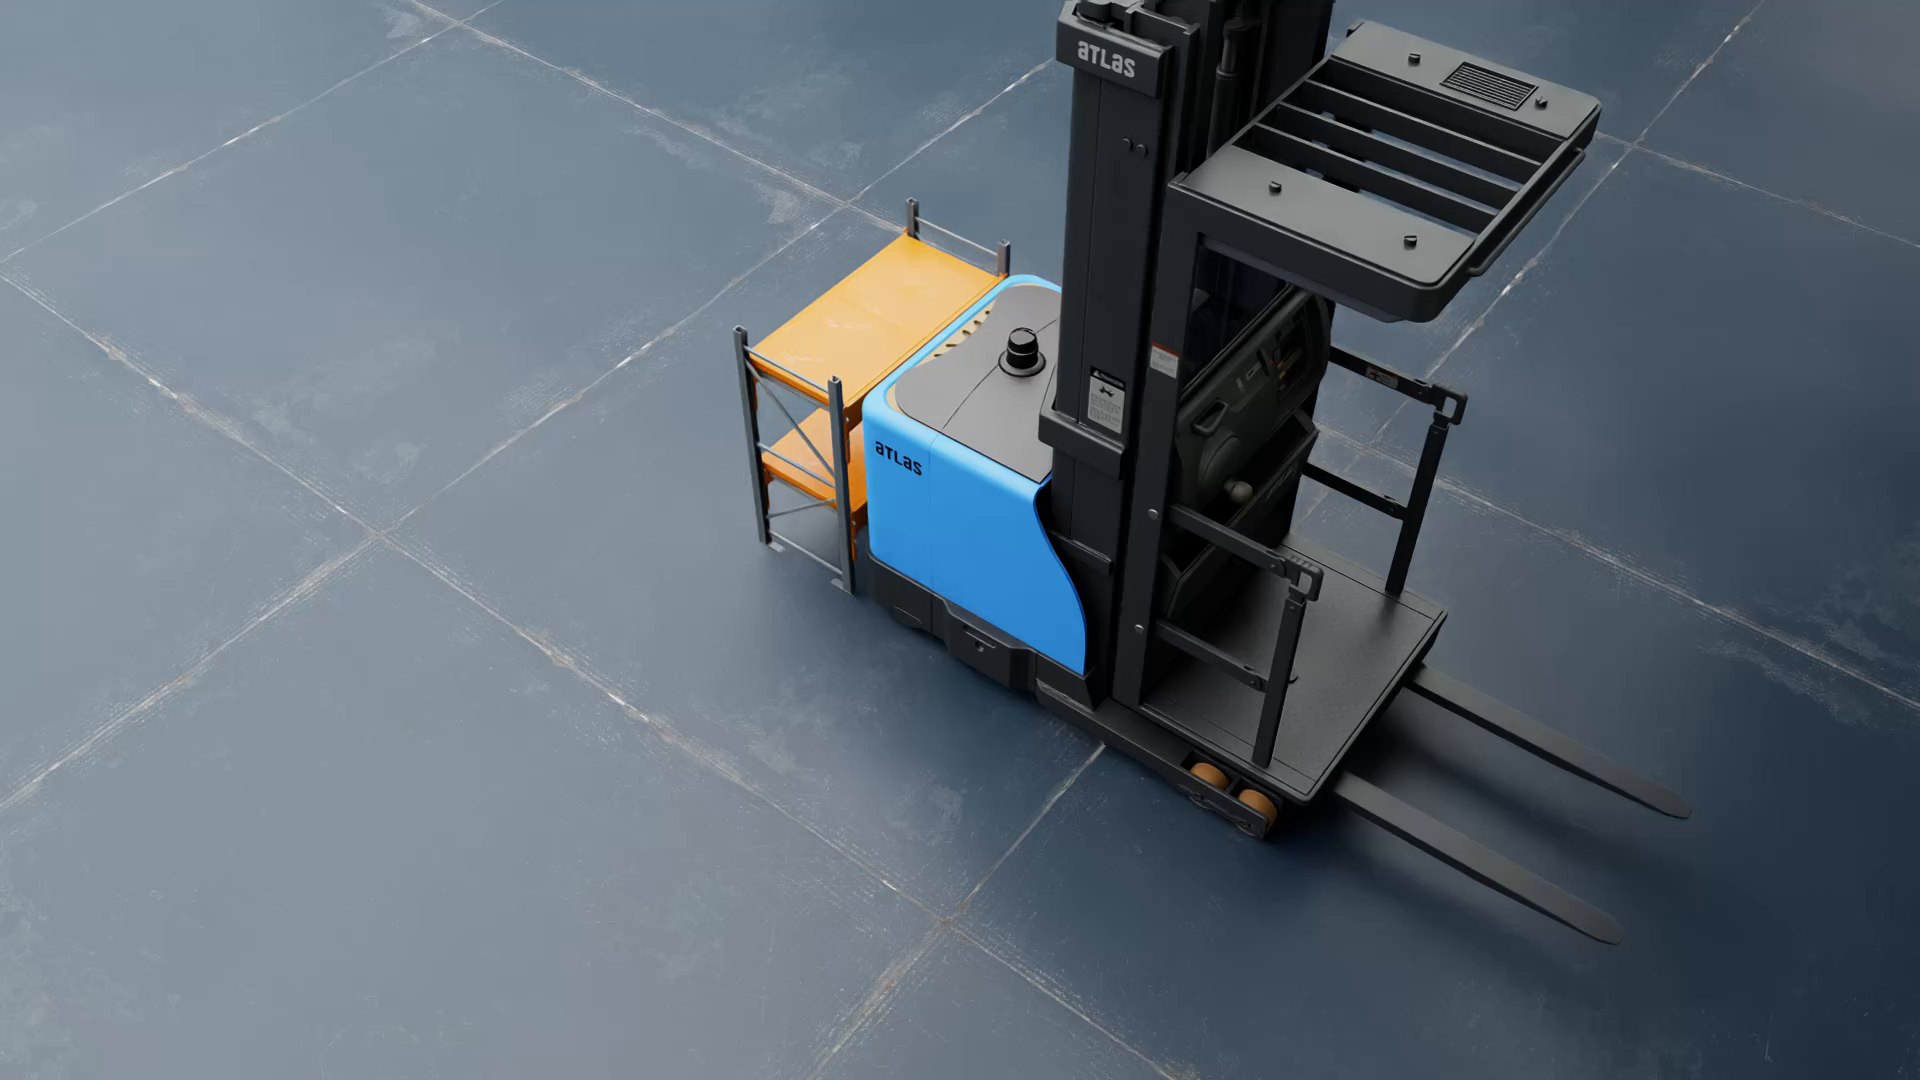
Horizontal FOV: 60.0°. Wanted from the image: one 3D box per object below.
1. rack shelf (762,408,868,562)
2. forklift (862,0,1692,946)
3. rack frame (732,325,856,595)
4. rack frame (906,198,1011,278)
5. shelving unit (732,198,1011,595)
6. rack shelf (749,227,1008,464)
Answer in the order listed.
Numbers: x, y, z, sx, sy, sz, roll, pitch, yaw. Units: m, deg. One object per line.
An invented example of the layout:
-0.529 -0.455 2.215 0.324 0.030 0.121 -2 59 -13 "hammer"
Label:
-0.319 -0.407 6.864 0.538 0.278 1.000 29 53 25 "rack shelf"
1.115 -0.404 5.273 3.031 2.935 1.130 29 53 25 "forklift"
-0.627 -0.284 6.408 0.500 1.125 0.032 29 53 25 "rack frame"
-0.011 -0.868 6.966 0.500 1.125 0.032 29 53 25 "rack frame"
-0.319 -0.576 6.687 0.538 1.125 1.048 29 53 25 "shelving unit"
-0.319 -0.778 6.475 0.538 0.278 1.000 29 53 25 "rack shelf"
